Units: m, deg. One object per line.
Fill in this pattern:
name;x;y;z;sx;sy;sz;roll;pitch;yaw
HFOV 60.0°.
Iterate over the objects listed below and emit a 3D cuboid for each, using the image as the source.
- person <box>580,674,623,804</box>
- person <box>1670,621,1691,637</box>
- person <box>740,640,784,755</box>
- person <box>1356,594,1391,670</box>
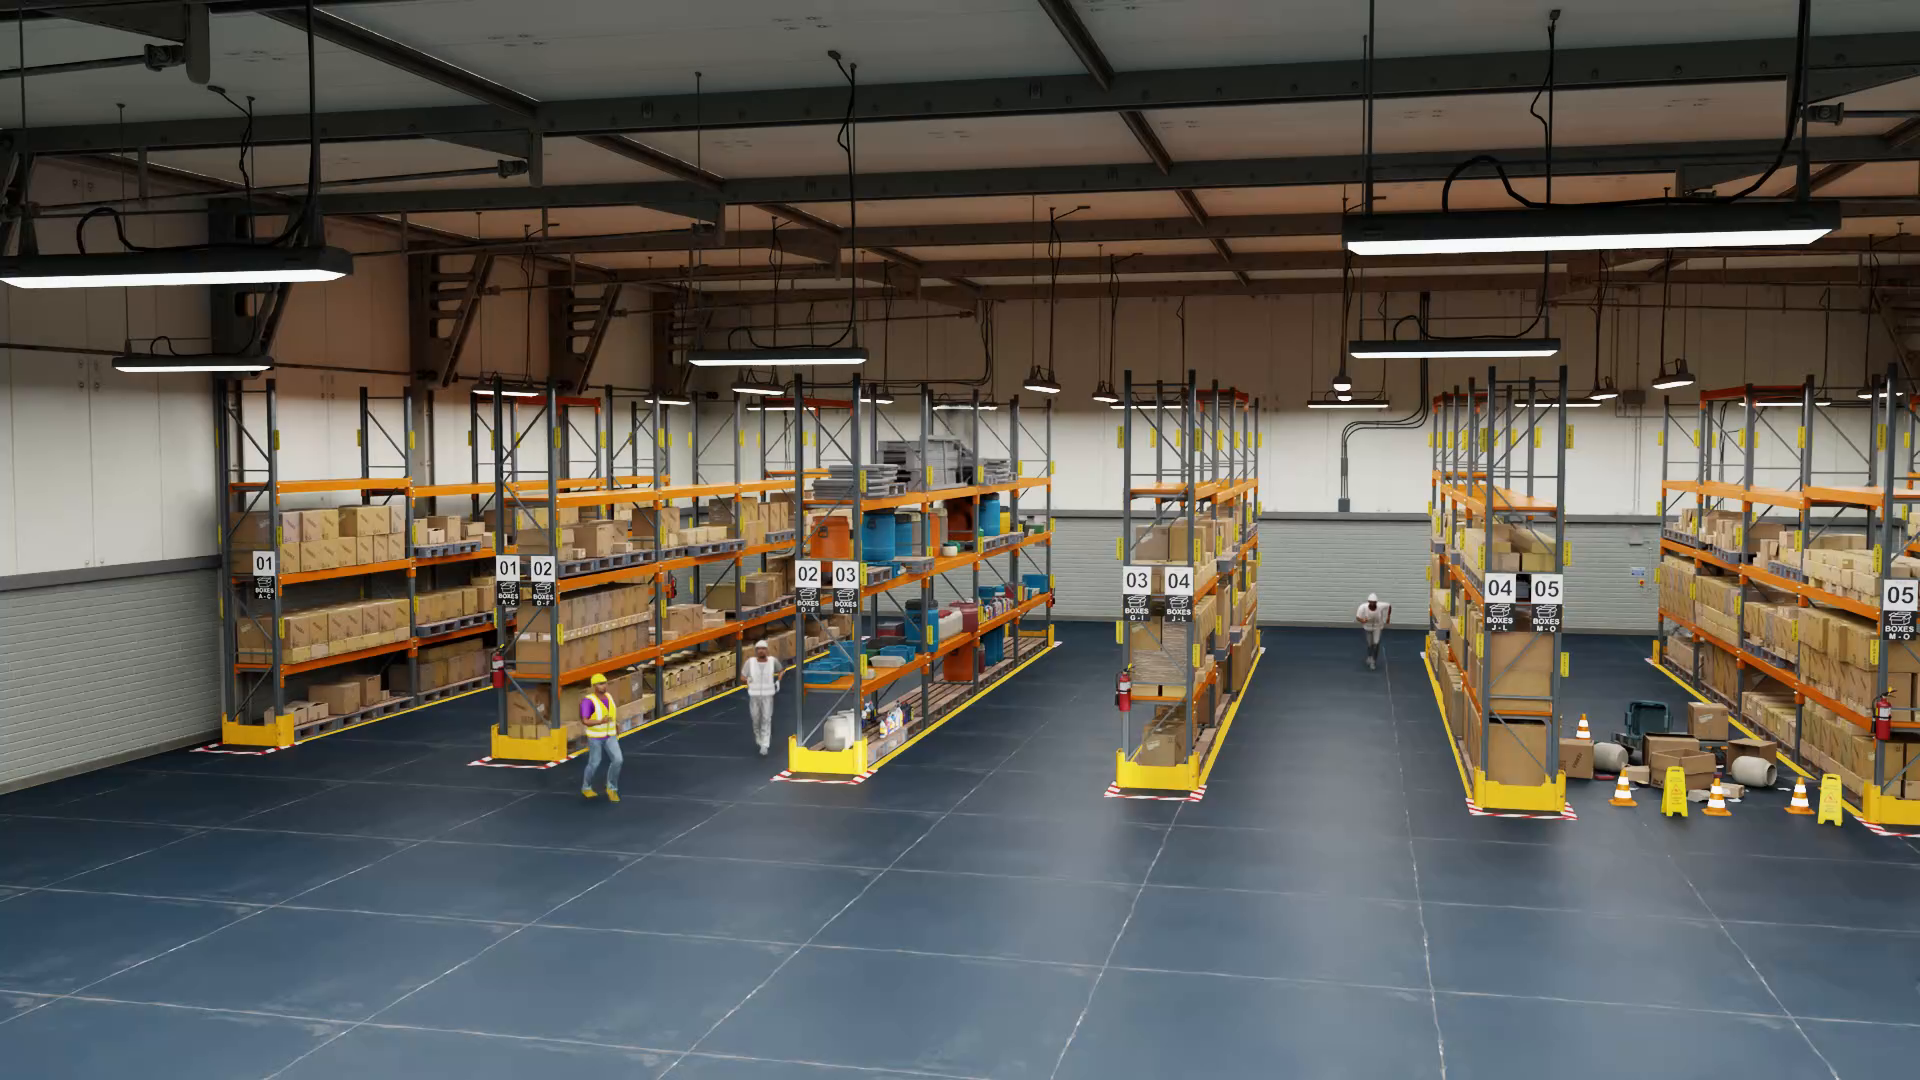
person;-4.942;2.747;22.949;0.741;1.818;0.668;3;5;44
person;16.684;1.830;38.435;0.826;1.798;0.756;3;4;38
person;-3.170;2.483;26.577;0.685;1.763;0.971;0;3;-3
person;9.086;2.002;36.557;0.745;1.714;1.022;1;4;14
